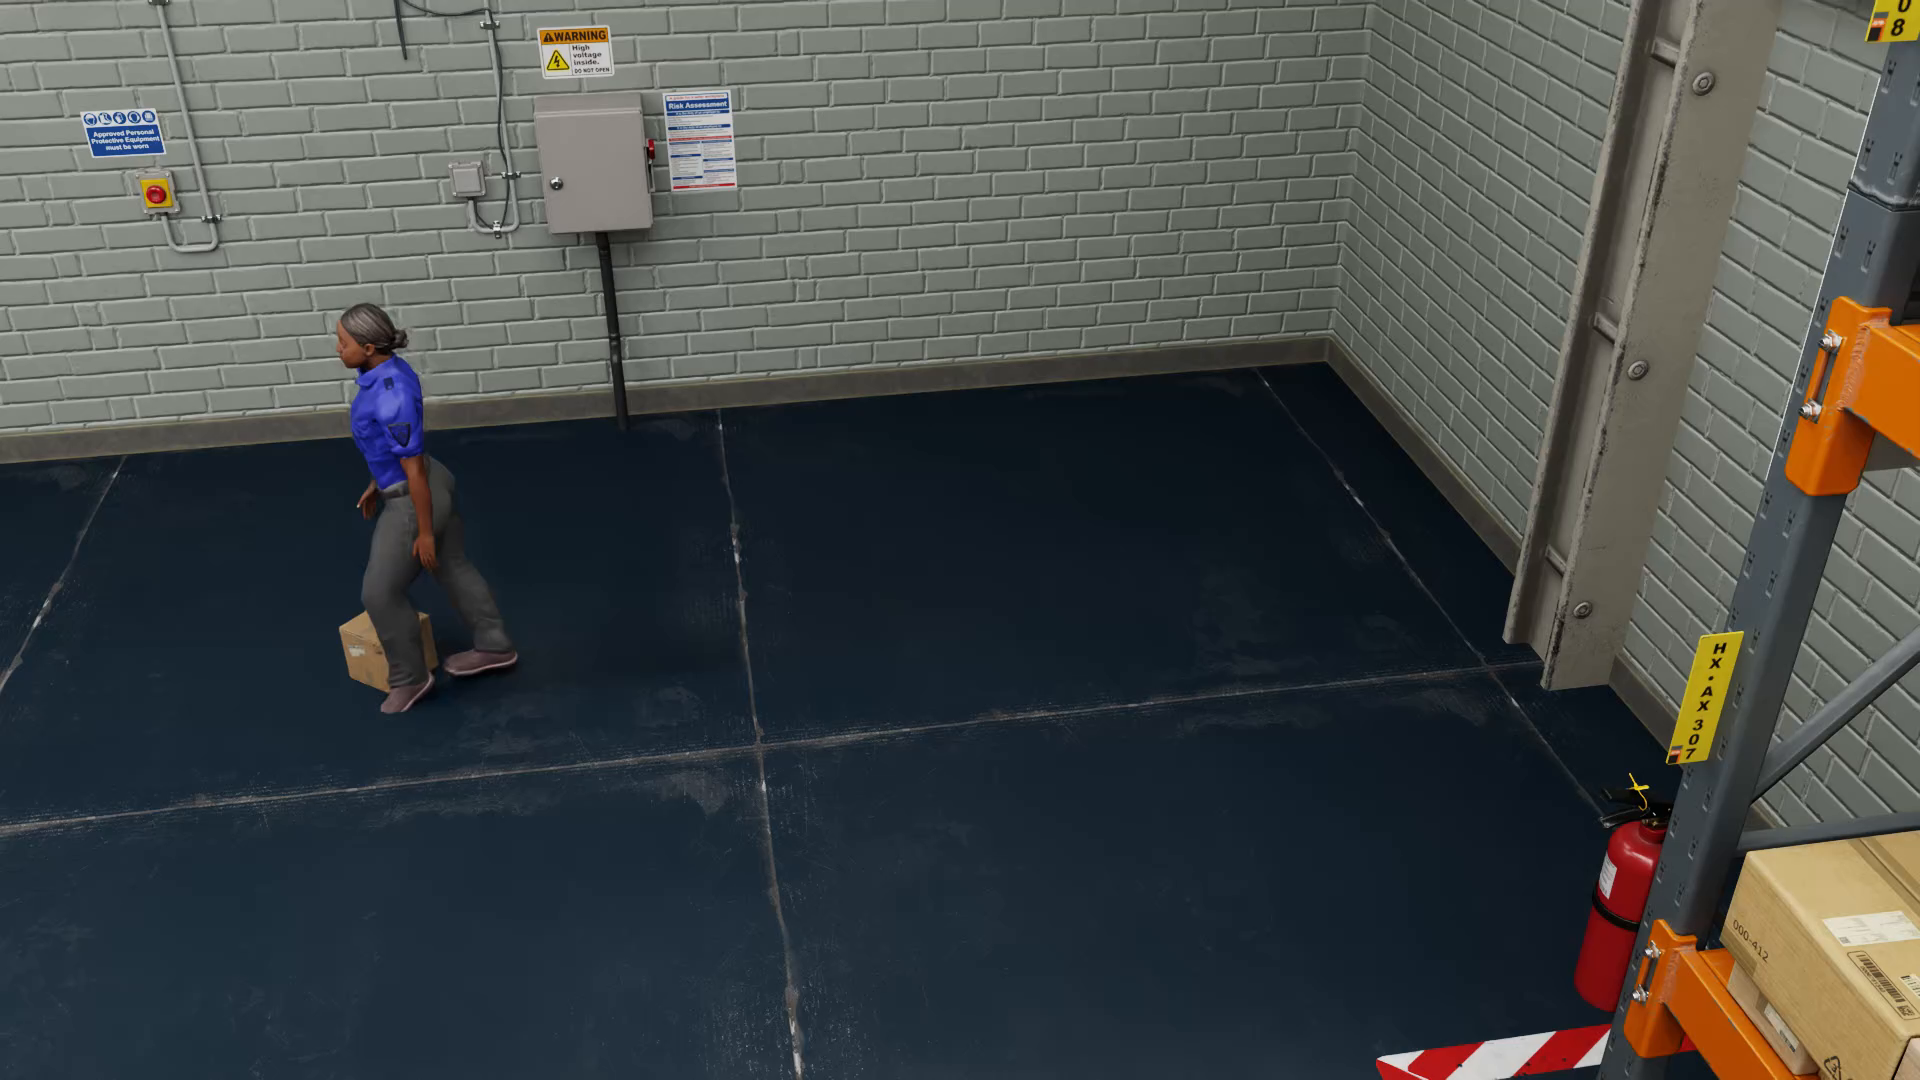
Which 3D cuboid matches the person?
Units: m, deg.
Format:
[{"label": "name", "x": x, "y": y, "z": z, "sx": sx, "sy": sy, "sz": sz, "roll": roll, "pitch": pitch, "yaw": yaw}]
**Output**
[{"label": "person", "x": -2.083, "y": -0.091, "z": 6.344, "sx": 0.581, "sy": 1.734, "sz": 0.504, "roll": -7, "pitch": 32, "yaw": -12}]
